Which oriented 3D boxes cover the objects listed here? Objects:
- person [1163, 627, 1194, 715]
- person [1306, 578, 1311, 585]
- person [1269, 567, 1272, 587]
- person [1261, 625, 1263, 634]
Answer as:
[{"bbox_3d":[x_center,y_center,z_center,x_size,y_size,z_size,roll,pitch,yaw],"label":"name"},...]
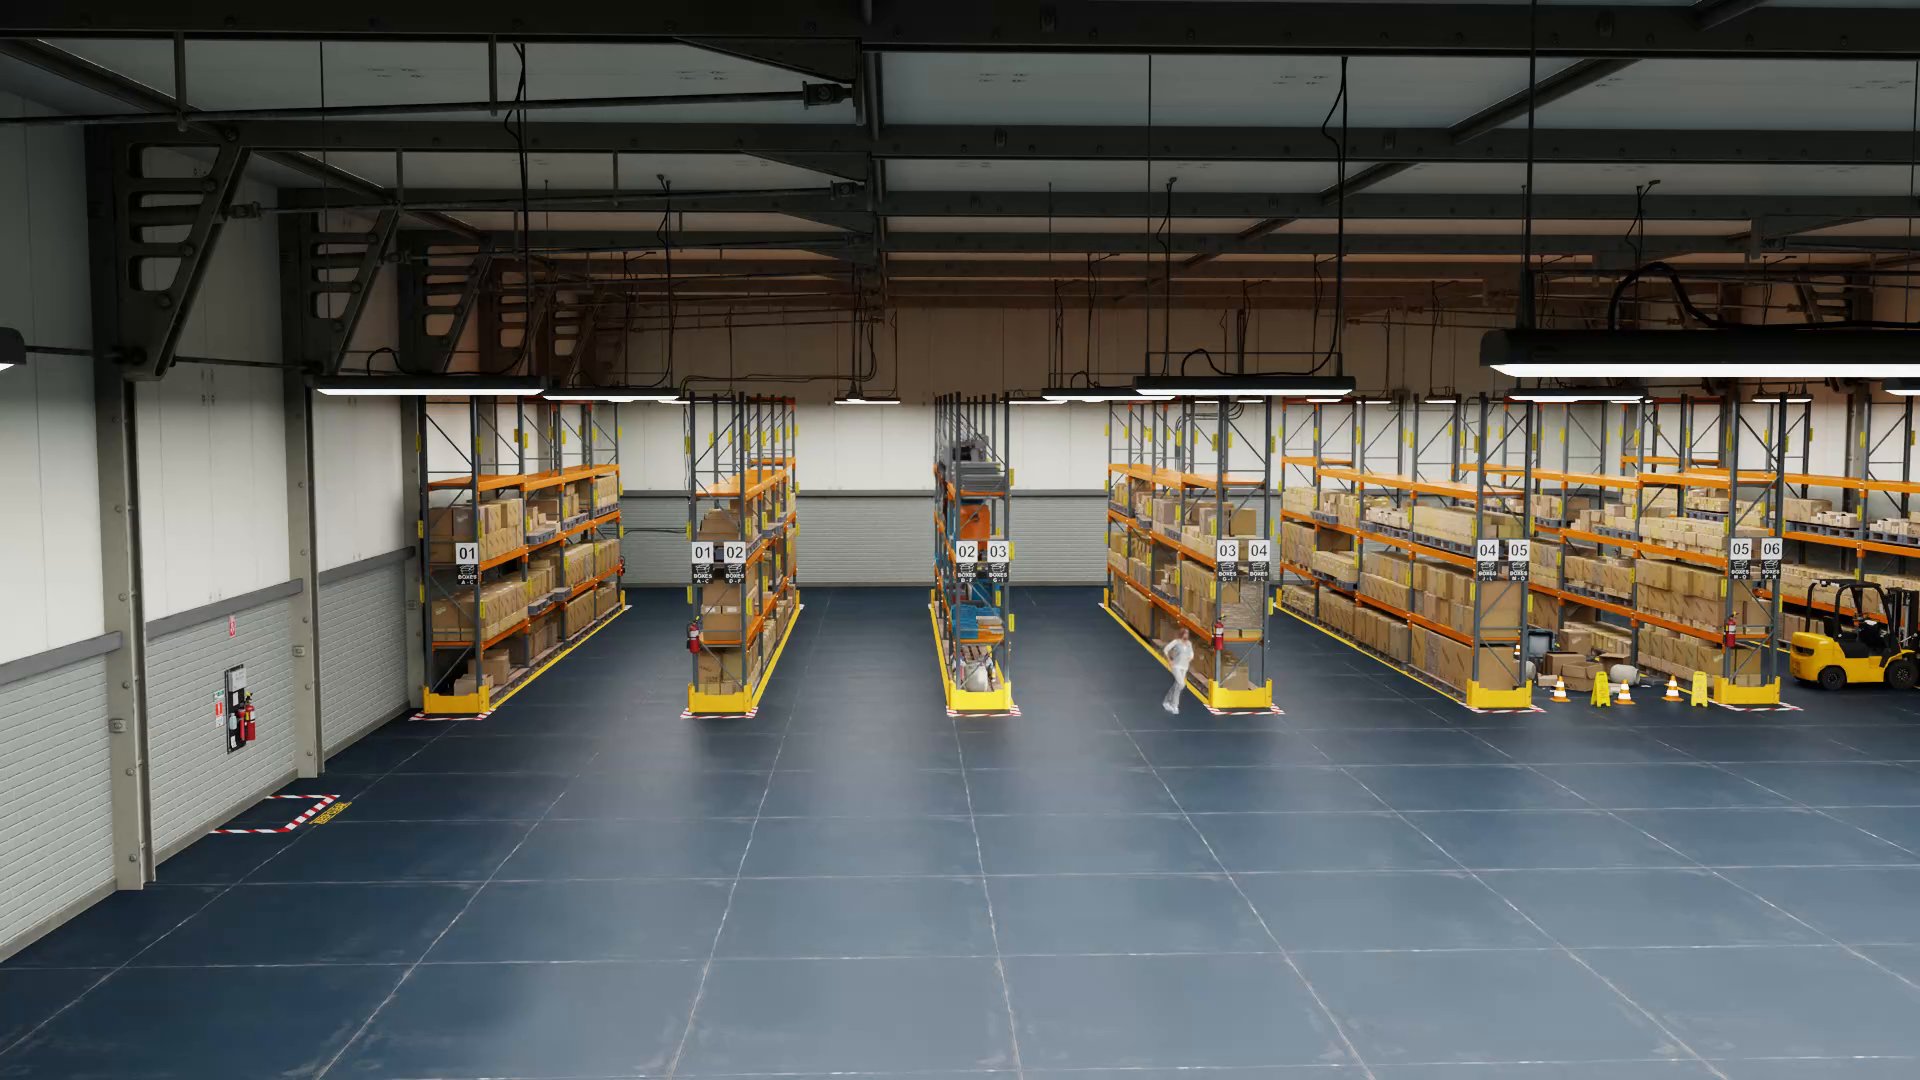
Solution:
[{"bbox_3d":[4.122,2.445,31.212,0.528,1.614,0.639,-3,5,-31],"label":"person"},{"bbox_3d":[10.315,0.970,48.867,0.801,1.749,0.798,3,6,35],"label":"person"},{"bbox_3d":[8.027,1.323,44.343,0.638,1.784,0.777,0,5,3],"label":"person"},{"bbox_3d":[7.483,1.450,42.526,0.677,1.785,1.214,-1,5,-7],"label":"person"}]
